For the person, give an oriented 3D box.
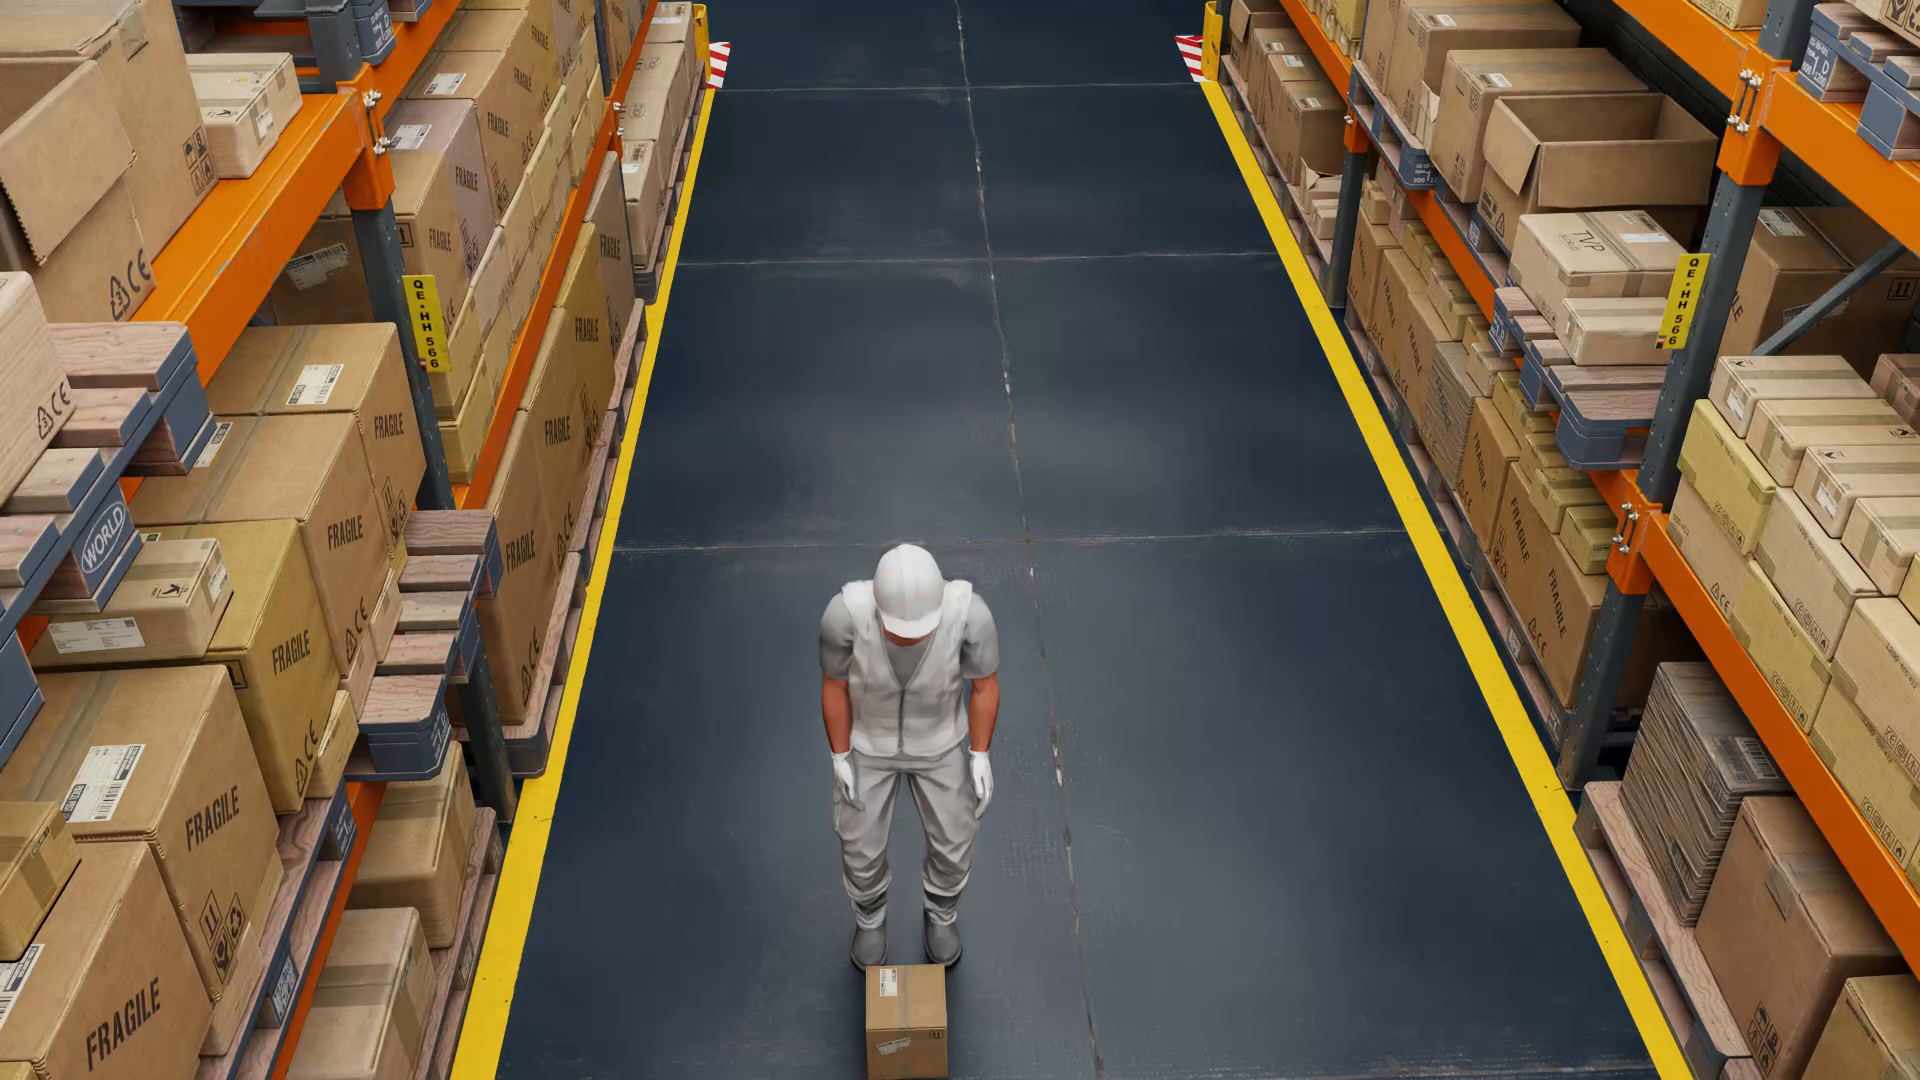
[{"bbox_3d":[-0.152,0.675,5.227,0.551,1.712,0.496,-1,35,-1],"label":"person"}]
